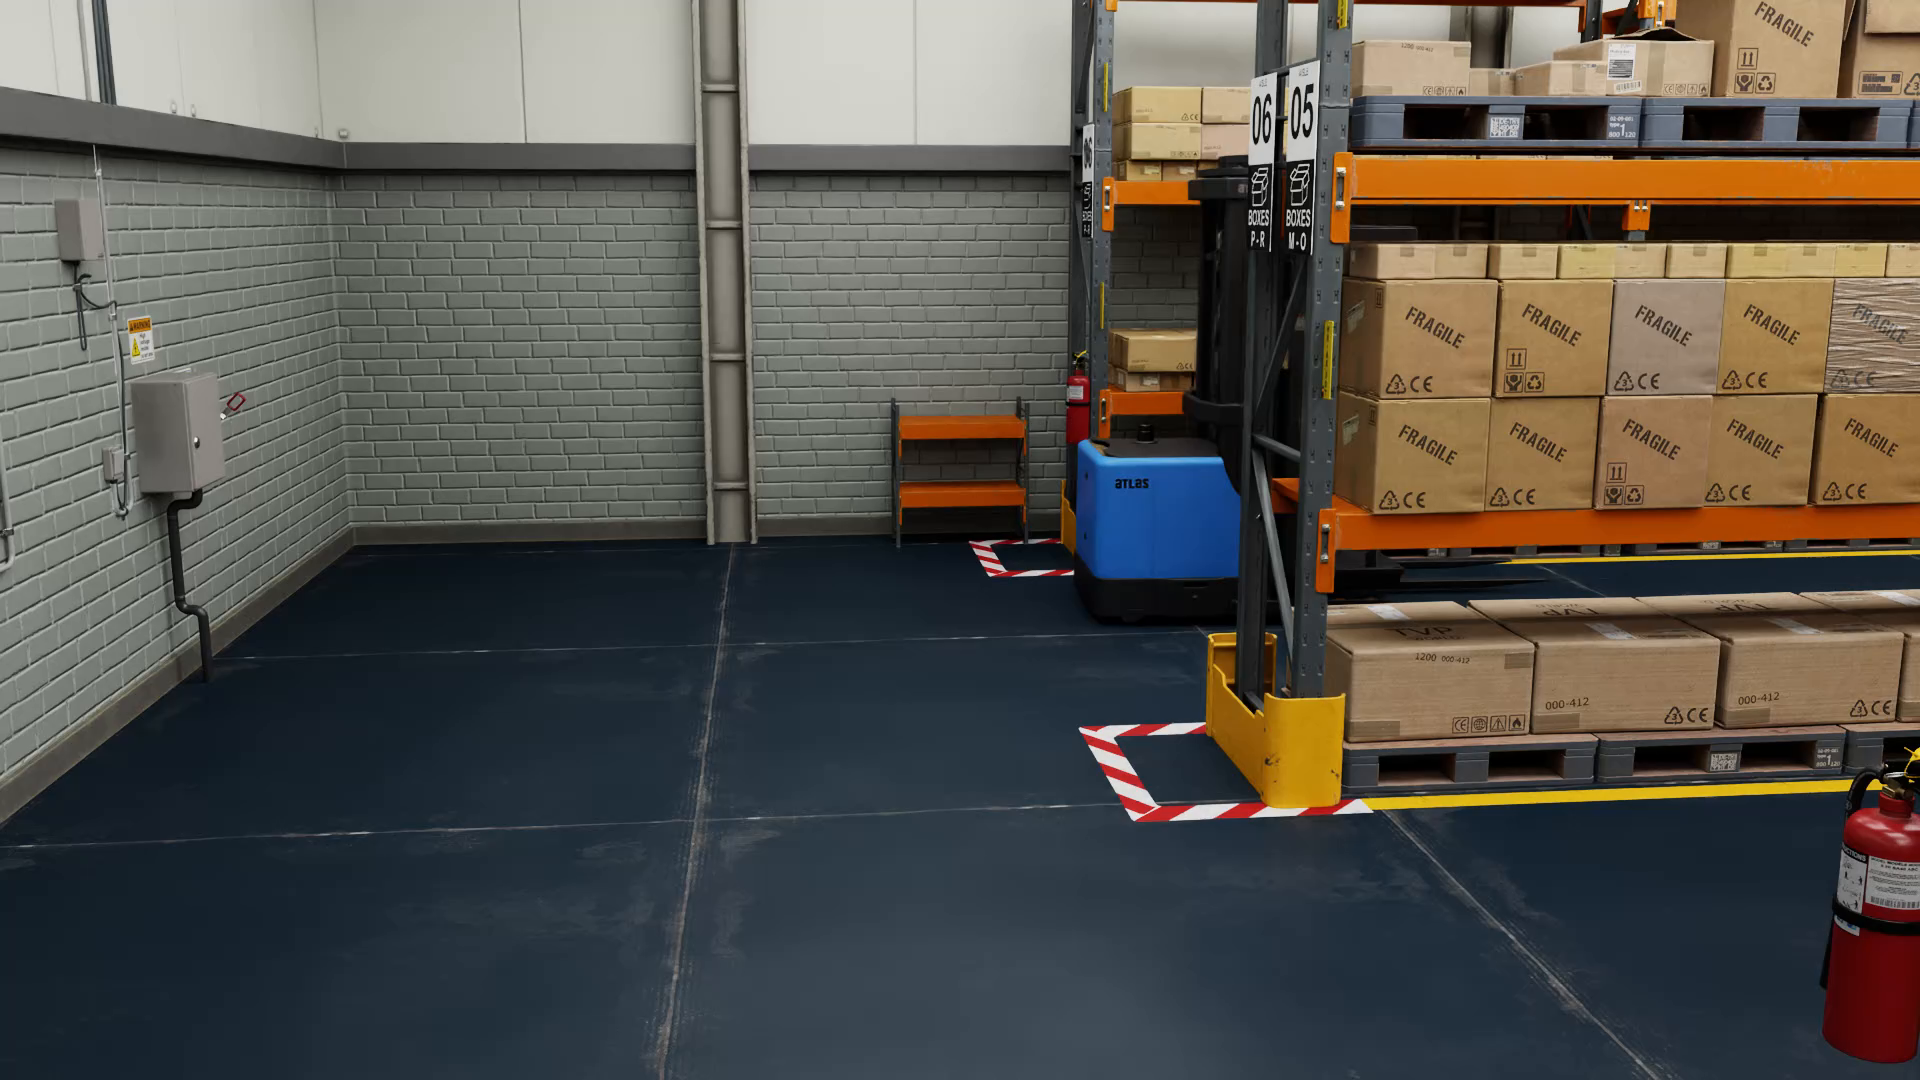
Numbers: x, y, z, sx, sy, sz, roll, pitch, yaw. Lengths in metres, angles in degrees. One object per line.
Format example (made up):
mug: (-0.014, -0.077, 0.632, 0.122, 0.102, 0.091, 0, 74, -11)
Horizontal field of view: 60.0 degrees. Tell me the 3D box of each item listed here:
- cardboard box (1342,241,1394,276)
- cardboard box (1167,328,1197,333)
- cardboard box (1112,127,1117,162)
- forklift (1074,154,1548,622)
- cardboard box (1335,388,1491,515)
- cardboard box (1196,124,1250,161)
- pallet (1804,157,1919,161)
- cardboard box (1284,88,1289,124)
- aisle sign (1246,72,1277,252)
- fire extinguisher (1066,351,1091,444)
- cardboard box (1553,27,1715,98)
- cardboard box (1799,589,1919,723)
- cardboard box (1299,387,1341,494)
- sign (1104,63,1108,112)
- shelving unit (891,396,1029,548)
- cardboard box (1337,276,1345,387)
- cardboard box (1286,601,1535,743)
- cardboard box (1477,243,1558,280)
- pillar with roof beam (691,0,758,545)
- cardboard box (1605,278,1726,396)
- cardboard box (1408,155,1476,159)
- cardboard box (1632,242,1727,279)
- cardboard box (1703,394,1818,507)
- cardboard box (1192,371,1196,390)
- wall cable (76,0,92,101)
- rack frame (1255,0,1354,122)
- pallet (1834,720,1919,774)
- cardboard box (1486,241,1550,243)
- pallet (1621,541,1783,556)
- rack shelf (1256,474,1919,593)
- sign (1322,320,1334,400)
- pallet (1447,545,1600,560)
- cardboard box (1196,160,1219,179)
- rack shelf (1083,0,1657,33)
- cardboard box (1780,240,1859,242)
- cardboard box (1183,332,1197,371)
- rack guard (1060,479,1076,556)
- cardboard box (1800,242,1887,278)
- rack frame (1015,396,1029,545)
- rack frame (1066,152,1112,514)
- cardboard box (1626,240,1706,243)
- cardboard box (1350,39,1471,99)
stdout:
cardboard box: (1.828, -1.305, 7.696, 0.250, 0.149, 0.380, -1, 11, -5)
cardboard box: (1.895, -1.496, 12.819, 0.500, 0.250, 0.500, -1, 11, -6)
cardboard box: (1.366, -2.958, 12.481, 0.500, 0.250, 0.500, -1, 11, -7)
forklift: (2.323, -1.004, 10.875, 3.031, 2.935, 1.130, -1, 11, -4)
cardboard box: (2.001, -0.405, 7.392, 0.500, 0.500, 0.500, -1, 11, -7)
cardboard box: (1.927, -2.868, 12.023, 0.500, 0.250, 0.500, -1, 11, -5)
pallet: (6.616, -2.838, 12.739, 1.003, 0.211, 1.213, -1, 11, -6)
cardboard box: (2.427, -3.123, 12.025, 0.500, 0.250, 0.500, -1, 11, -7)
aisle sign: (1.388, -1.734, 7.675, 0.004, 0.787, 0.394, -1, 11, -6)
fire extinguisher: (0.857, -1.040, 12.049, 0.183, 0.674, 0.296, -1, 11, -6)
cardboard box: (2.986, -2.106, 7.410, 0.500, 0.311, 0.500, -1, 11, -5)
cardboard box: (4.834, 0.559, 8.299, 0.875, 0.438, 0.875, -1, 11, -7)
cardboard box: (1.944, -0.511, 7.930, 0.500, 0.500, 0.500, -1, 11, -6)
sign: (1.012, -3.149, 11.569, 0.005, 0.325, 0.100, -1, 11, -6)
shelving unit: (-0.006, -0.552, 13.258, 1.048, 1.125, 0.538, -1, 11, -6)
cardboard box: (1.946, -0.996, 7.808, 0.500, 0.500, 0.500, -1, 11, -4)
cardboard box: (2.138, 0.617, 8.005, 0.875, 0.438, 0.875, -2, 11, -8)
cardboard box: (2.399, -1.216, 7.243, 0.250, 0.149, 0.380, -1, 11, -4)
pillar with roof beam: (-1.360, -3.587, 8.288, 0.400, 9.000, 9.100, -1, 11, -6)
cardboard box: (3.025, -0.920, 7.421, 0.500, 0.500, 0.500, -1, 11, -7)
cardboard box: (3.451, -2.901, 12.189, 0.500, 0.250, 0.500, -1, 11, -5)
cardboard box: (3.167, -1.237, 7.353, 0.250, 0.149, 0.380, -1, 11, -6)
cardboard box: (3.505, -0.441, 7.578, 0.500, 0.500, 0.500, -1, 11, -4)
cardboard box: (1.815, -1.210, 12.398, 0.250, 0.149, 0.380, -1, 11, -7)
wall cable: (-4.210, -3.316, 6.909, 0.029, 3.000, 2.355, -1, 11, -6)
rack frame: (1.493, -3.344, 7.052, 0.127, 3.000, 1.000, -1, 11, -6)
pallet: (4.705, 0.885, 8.319, 1.213, 0.211, 1.003, -1, 11, -6)
cardboard box: (2.580, -1.333, 7.842, 0.250, 0.149, 0.380, -1, 11, -5)
pallet: (5.734, -0.092, 13.288, 1.213, 0.211, 1.003, -1, 11, -6)
rack shelf: (3.481, -0.089, 7.912, 4.000, 0.370, 1.077, -1, 11, -6)
sign: (1.547, -0.758, 6.998, 0.005, 0.325, 0.100, -1, 11, -6)
pallet: (4.247, -0.053, 13.093, 1.213, 0.211, 1.003, -1, 11, -6)
cardboard box: (1.810, -2.676, 12.078, 0.250, 0.149, 0.380, -1, 11, -6)
rack shelf: (2.941, -3.983, 12.175, 4.000, 0.370, 1.077, -1, 11, -6)
cardboard box: (4.104, -1.370, 8.028, 0.250, 0.149, 0.380, -2, 11, -8)
cardboard box: (1.935, -1.393, 12.297, 0.500, 0.250, 0.500, -1, 11, -5)
rack guard: (1.029, -0.128, 12.722, 0.348, 0.500, 1.175, -1, 11, -6)
cardboard box: (3.920, -1.260, 7.469, 0.250, 0.149, 0.380, -1, 11, -7)
rack frame: (0.499, -0.562, 13.313, 0.032, 1.125, 0.500, -1, 11, -6)
rack frame: (0.953, -1.353, 12.472, 0.127, 3.000, 1.000, -1, 11, -6)
cardboard box: (3.354, -1.344, 7.894, 0.250, 0.149, 0.380, -1, 11, -4)
cardboard box: (1.931, -2.081, 7.441, 0.500, 0.250, 0.500, -2, 11, -11)
